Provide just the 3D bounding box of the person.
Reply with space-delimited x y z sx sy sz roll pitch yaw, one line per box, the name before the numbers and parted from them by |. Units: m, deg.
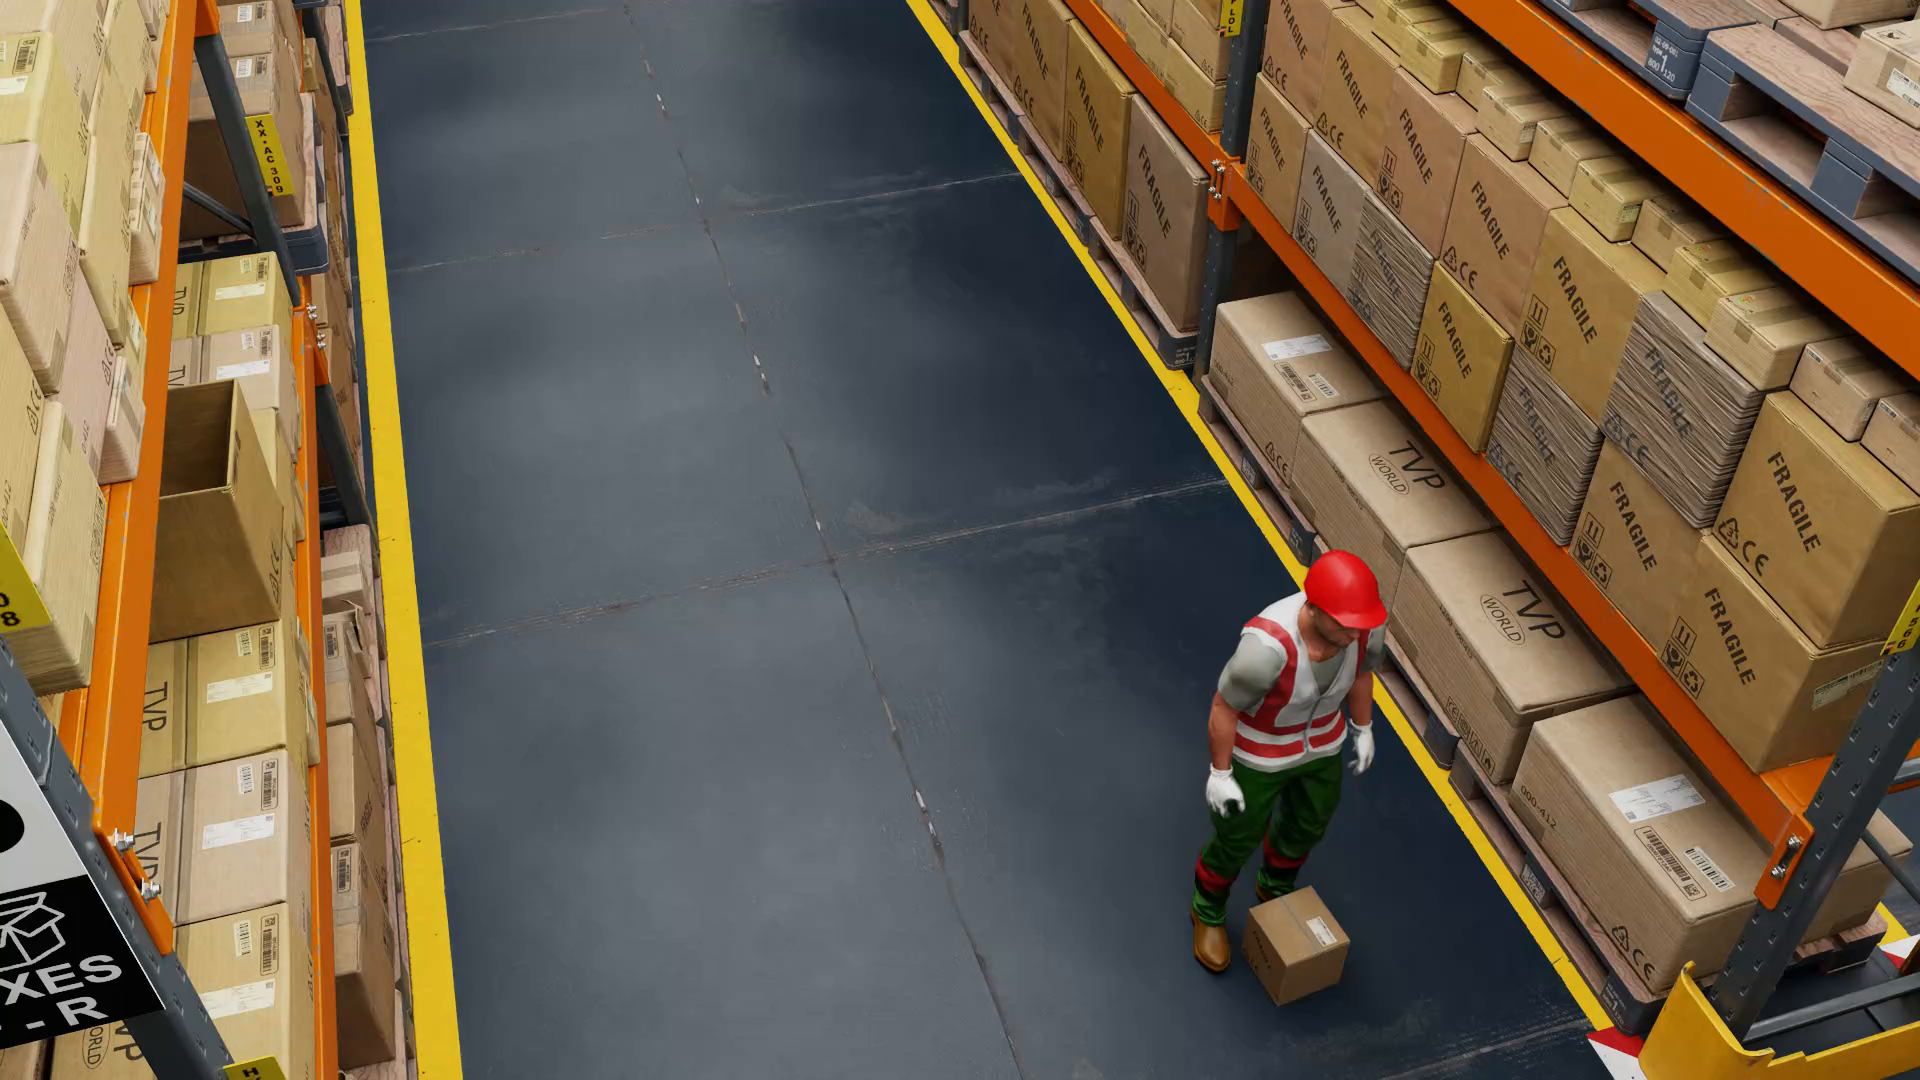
person | 1.067 0.691 5.376 0.623 1.780 0.450 -15 44 -16
